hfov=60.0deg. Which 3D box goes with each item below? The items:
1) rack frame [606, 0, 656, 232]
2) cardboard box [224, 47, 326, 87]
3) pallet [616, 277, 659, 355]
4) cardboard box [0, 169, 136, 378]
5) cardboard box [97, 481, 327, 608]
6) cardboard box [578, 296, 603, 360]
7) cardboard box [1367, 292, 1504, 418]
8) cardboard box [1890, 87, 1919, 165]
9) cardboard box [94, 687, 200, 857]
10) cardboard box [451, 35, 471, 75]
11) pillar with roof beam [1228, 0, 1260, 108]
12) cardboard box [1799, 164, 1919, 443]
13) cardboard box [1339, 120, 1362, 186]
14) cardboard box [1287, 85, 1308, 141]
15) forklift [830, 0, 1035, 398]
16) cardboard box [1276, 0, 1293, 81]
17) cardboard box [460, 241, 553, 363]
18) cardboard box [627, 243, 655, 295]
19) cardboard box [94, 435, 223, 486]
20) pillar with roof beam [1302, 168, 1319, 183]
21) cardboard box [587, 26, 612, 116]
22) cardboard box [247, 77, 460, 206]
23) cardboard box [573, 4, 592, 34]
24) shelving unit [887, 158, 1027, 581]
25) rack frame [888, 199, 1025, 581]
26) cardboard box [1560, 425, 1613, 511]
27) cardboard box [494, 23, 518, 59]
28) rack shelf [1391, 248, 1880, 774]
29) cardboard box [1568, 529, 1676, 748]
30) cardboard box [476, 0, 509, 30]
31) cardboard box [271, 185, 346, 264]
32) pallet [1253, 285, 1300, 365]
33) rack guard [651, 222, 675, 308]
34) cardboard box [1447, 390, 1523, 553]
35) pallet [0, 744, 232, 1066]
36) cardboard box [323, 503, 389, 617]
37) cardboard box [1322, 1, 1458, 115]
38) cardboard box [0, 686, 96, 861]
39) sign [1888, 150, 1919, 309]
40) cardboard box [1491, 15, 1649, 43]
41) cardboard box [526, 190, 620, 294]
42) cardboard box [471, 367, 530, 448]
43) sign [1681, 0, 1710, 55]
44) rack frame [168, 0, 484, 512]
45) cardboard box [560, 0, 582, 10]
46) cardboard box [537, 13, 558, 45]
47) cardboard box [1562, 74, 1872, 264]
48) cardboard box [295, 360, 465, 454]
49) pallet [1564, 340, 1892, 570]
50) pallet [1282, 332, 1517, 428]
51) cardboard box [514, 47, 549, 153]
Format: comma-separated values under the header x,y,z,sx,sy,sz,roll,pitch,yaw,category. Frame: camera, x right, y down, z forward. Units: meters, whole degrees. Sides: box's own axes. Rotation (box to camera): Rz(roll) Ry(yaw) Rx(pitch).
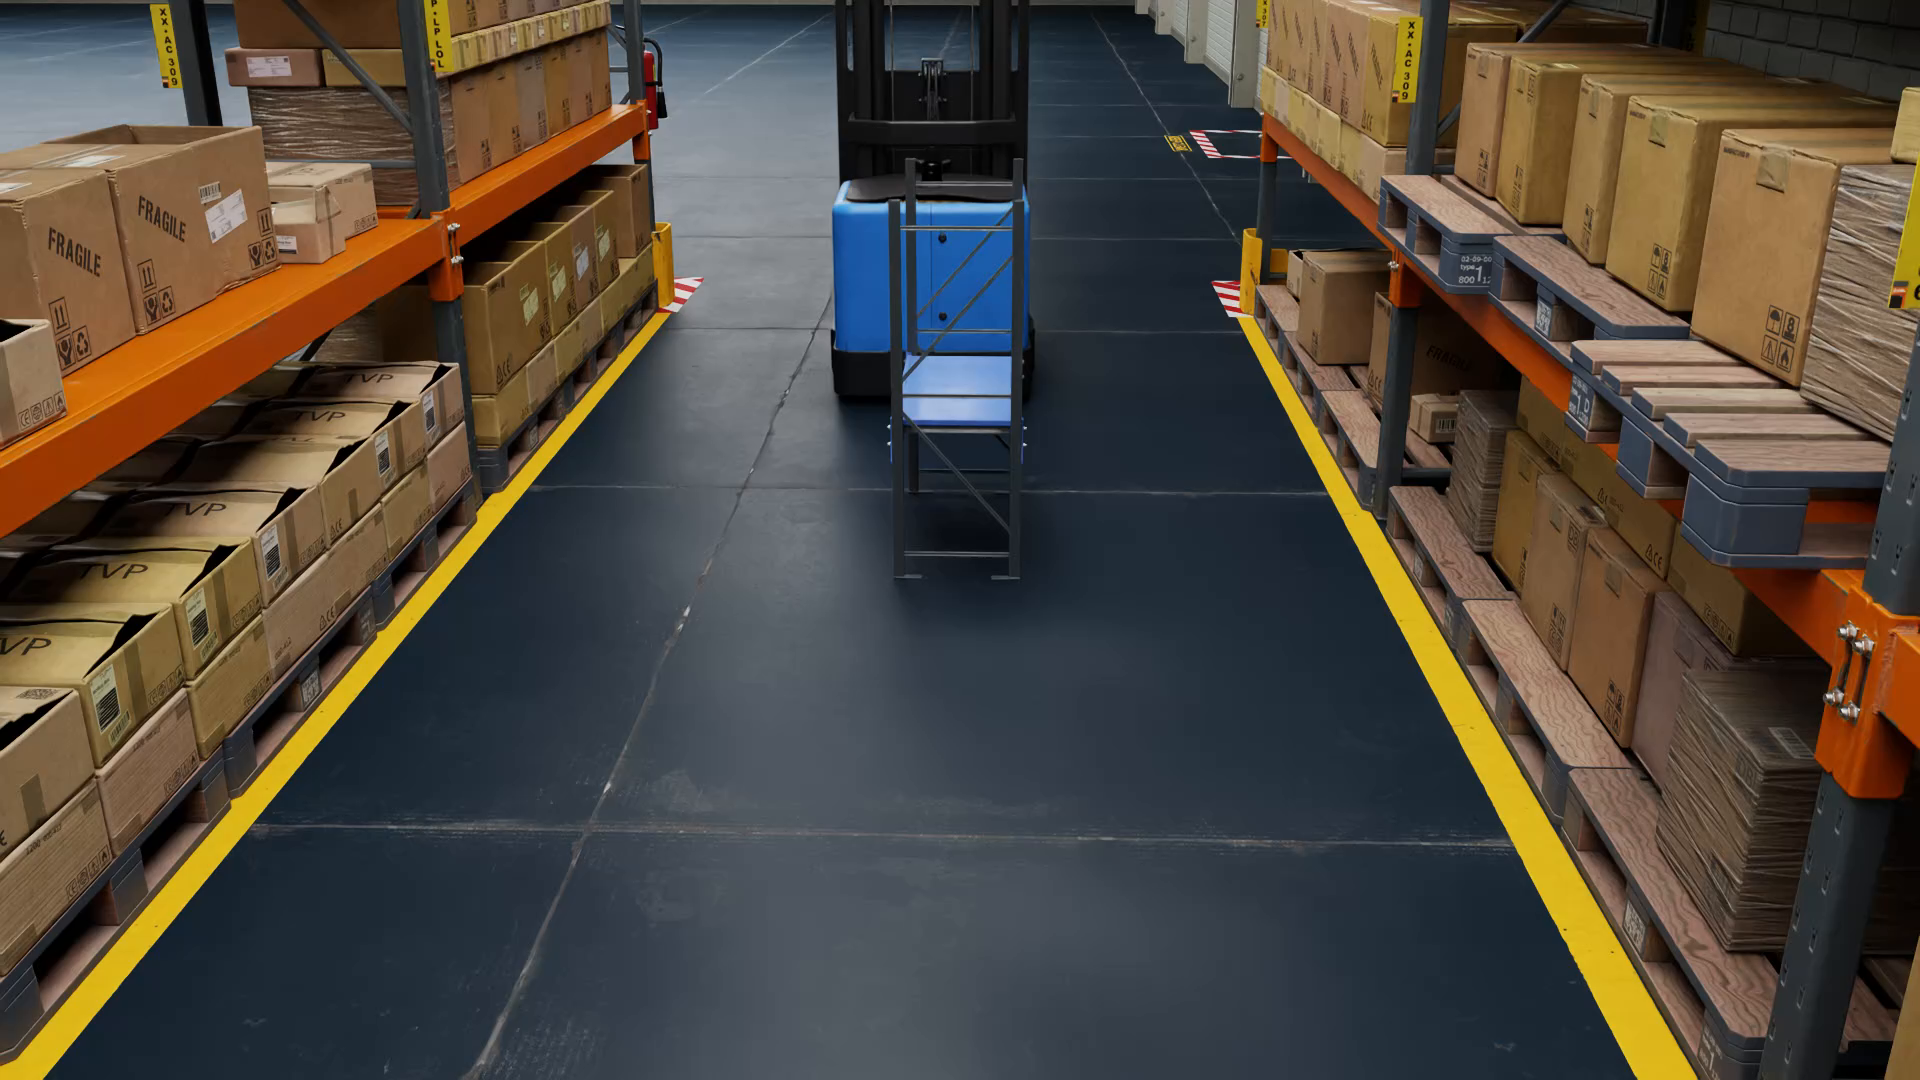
x,y,z,sx,sy,sz,roll,pitch,yaw,category
-2.514,-2.991,10.591,1.000,3.000,0.127,1,21,2,rack frame
-2.841,-1.994,6.987,0.380,0.149,0.250,1,21,2,cardboard box
-2.495,-1.414,10.381,1.003,0.211,1.213,1,21,2,pallet
-2.723,-0.752,4.682,0.500,0.500,0.500,0,21,-1,cardboard box
-2.407,-0.020,5.380,0.500,0.311,0.500,0,21,1,cardboard box
-2.269,-1.165,9.106,0.500,0.250,0.500,1,21,2,cardboard box
2.308,-0.907,8.067,0.500,0.500,0.500,-1,21,-2,cardboard box
2.170,-0.841,3.407,0.380,0.149,0.250,-3,21,-7,cardboard box
-2.433,0.620,4.506,0.500,0.250,0.500,0,21,0,cardboard box
-2.420,-2.173,7.447,0.380,0.149,0.250,0,21,0,cardboard box
-0.657,-9.858,19.996,9.100,9.000,0.400,1,21,2,pillar with roof beam
2.199,-0.467,3.340,0.700,0.500,0.500,-2,21,-5,cardboard box
2.051,-1.786,7.664,0.500,0.250,0.500,1,21,2,cardboard box
2.082,-2.332,9.073,0.500,0.250,0.500,0,21,1,cardboard box
-0.155,-2.597,9.670,1.130,2.935,3.031,0,21,0,forklift
2.098,-2.879,9.445,0.500,0.500,0.500,1,21,2,cardboard box
-2.301,-1.153,8.039,0.500,0.500,0.500,1,21,2,cardboard box
-2.235,-1.708,10.504,0.500,0.250,0.500,1,21,2,cardboard box
-2.932,-0.205,5.857,0.500,0.311,0.500,0,21,0,cardboard box
-0.840,-7.689,14.405,9.100,9.000,0.400,1,21,2,pillar with roof beam
-2.541,-2.869,10.138,0.700,0.500,0.500,1,21,2,cardboard box
-2.628,-1.752,7.259,0.700,0.500,0.500,0,21,0,cardboard box
-2.349,-3.013,9.612,0.380,0.149,0.250,0,21,1,cardboard box
0.003,-0.730,6.837,0.538,1.500,1.048,1,21,2,shelving unit
-0.013,-0.546,6.363,0.500,1.500,0.032,1,21,2,rack frame
2.288,-0.267,5.382,0.500,0.250,0.500,0,21,0,cardboard box
-2.399,-2.455,8.174,0.380,0.149,0.250,0,21,0,cardboard box
2.255,-0.433,4.993,1.077,0.370,4.000,1,21,2,rack shelf
2.283,0.289,4.984,0.700,0.500,0.500,1,21,1,cardboard box
-2.598,-2.720,7.962,0.700,0.500,0.500,1,21,2,cardboard box
-2.479,-1.162,6.063,0.396,0.266,0.258,0,21,0,cardboard box
2.375,-1.317,10.131,1.003,0.211,1.213,1,21,2,pallet
-2.513,-1.834,11.065,1.175,0.500,0.348,1,21,2,rack guard
2.310,-0.265,6.413,0.700,0.500,0.500,1,21,3,cardboard box
-2.693,0.904,4.406,1.003,0.211,1.213,1,21,2,pallet
-2.391,0.062,5.942,0.500,0.250,0.500,1,21,3,cardboard box
2.057,-2.317,7.998,0.500,0.500,0.500,0,21,0,cardboard box
-2.448,0.540,3.936,0.500,0.311,0.500,1,21,3,cardboard box
1.652,-0.551,2.810,0.100,0.325,0.005,1,21,2,sign
2.539,-1.948,7.046,0.500,0.500,0.500,0,21,0,cardboard box
-2.249,-1.696,9.436,0.500,0.500,0.500,1,21,2,cardboard box
-2.318,-0.623,7.708,0.500,0.250,0.500,1,21,2,cardboard box
2.871,-2.027,6.505,0.100,0.325,0.005,1,21,2,sign
-2.636,-1.545,6.863,1.000,3.000,0.127,1,21,2,rack frame
-2.553,-3.264,9.364,0.700,0.500,0.500,0,21,0,cardboard box
-2.373,-2.732,8.887,0.380,0.149,0.250,1,21,3,cardboard box
2.253,-1.119,5.020,0.700,0.500,0.500,4,21,9,cardboard box
-2.361,-0.570,6.798,0.500,0.311,0.500,1,21,2,cardboard box
2.109,-0.215,3.701,1.213,0.211,1.003,1,21,2,pallet
2.335,-0.877,8.997,1.003,0.211,1.213,1,21,2,pallet
-2.585,-2.309,8.695,0.700,0.500,0.500,1,21,3,cardboard box
